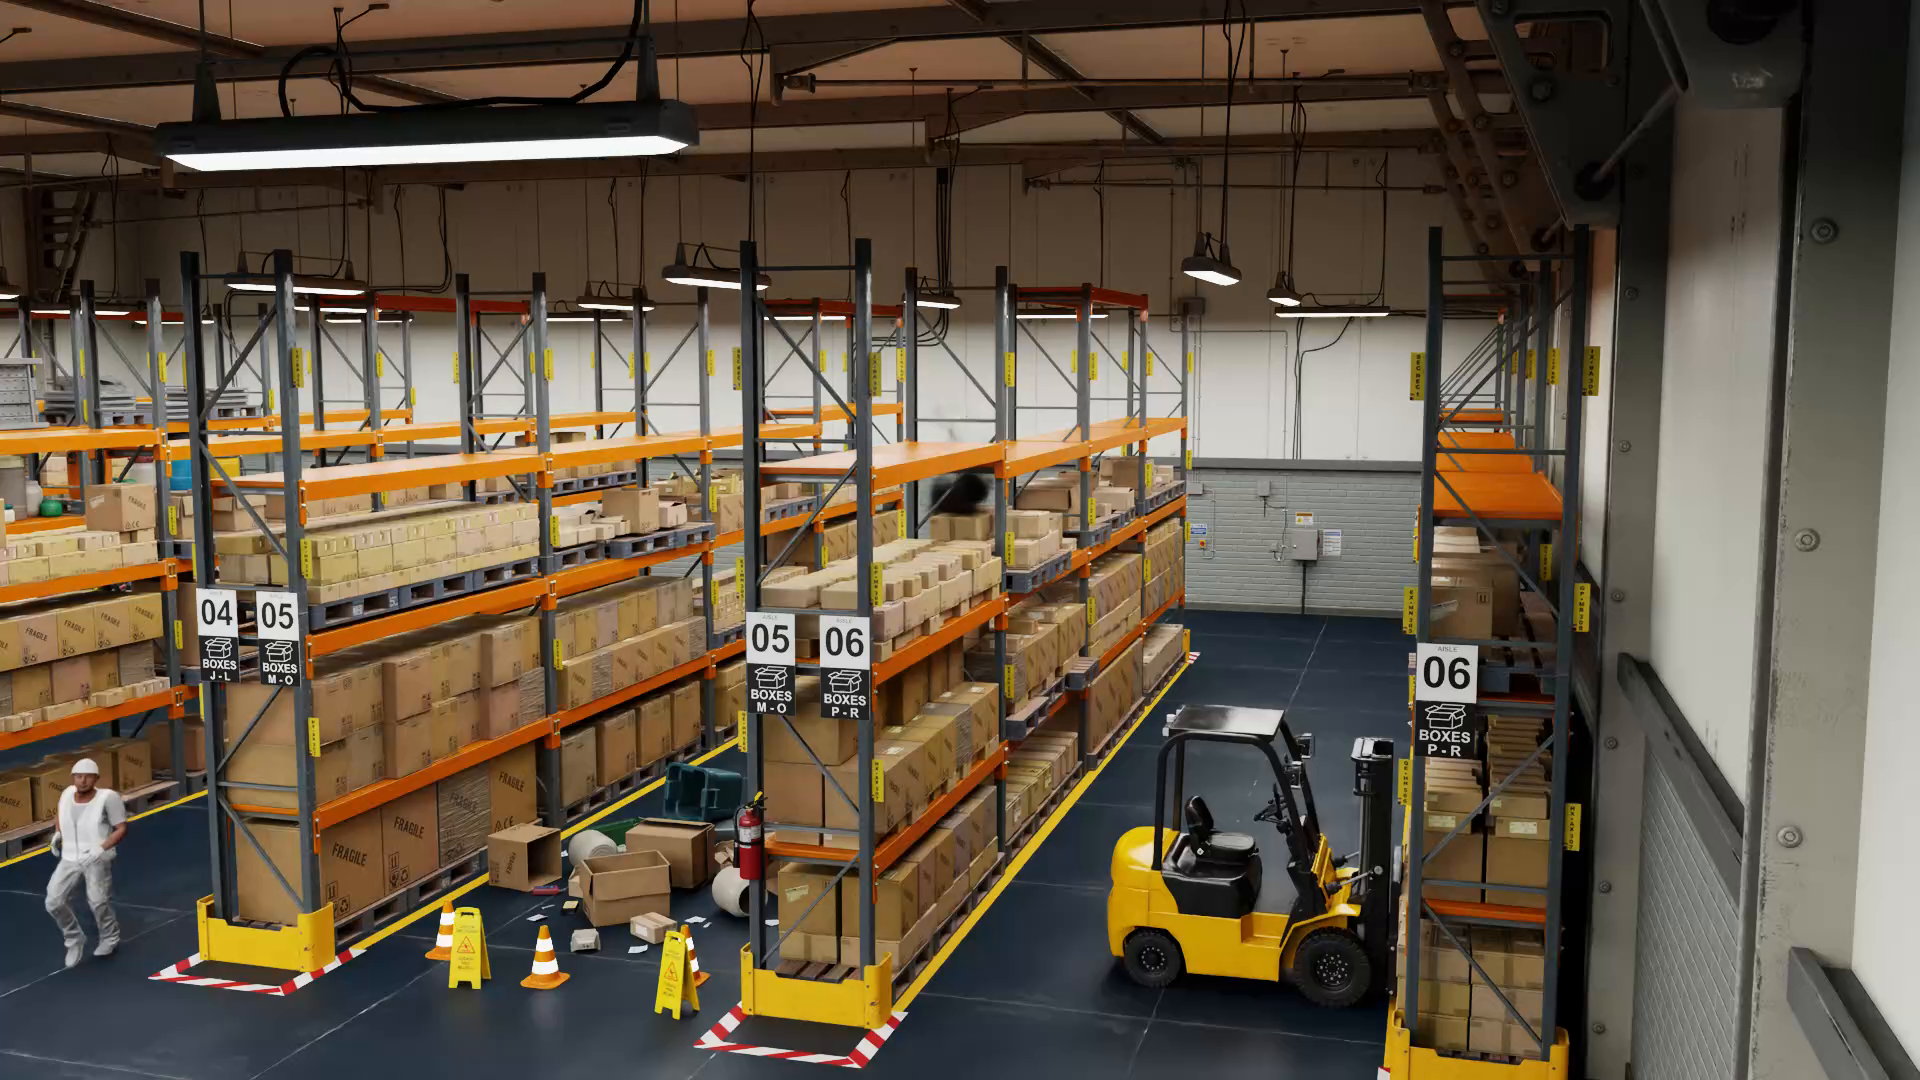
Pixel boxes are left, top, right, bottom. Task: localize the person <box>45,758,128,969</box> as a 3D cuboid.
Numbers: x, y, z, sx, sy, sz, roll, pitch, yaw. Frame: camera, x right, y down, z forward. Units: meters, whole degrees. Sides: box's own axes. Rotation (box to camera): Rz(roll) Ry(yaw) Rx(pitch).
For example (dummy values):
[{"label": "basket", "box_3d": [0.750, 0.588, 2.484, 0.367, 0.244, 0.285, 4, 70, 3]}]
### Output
[{"label": "person", "box_3d": [-7.400, 2.723, 14.082, 0.699, 1.773, 0.639, 0, 6, 3]}]
